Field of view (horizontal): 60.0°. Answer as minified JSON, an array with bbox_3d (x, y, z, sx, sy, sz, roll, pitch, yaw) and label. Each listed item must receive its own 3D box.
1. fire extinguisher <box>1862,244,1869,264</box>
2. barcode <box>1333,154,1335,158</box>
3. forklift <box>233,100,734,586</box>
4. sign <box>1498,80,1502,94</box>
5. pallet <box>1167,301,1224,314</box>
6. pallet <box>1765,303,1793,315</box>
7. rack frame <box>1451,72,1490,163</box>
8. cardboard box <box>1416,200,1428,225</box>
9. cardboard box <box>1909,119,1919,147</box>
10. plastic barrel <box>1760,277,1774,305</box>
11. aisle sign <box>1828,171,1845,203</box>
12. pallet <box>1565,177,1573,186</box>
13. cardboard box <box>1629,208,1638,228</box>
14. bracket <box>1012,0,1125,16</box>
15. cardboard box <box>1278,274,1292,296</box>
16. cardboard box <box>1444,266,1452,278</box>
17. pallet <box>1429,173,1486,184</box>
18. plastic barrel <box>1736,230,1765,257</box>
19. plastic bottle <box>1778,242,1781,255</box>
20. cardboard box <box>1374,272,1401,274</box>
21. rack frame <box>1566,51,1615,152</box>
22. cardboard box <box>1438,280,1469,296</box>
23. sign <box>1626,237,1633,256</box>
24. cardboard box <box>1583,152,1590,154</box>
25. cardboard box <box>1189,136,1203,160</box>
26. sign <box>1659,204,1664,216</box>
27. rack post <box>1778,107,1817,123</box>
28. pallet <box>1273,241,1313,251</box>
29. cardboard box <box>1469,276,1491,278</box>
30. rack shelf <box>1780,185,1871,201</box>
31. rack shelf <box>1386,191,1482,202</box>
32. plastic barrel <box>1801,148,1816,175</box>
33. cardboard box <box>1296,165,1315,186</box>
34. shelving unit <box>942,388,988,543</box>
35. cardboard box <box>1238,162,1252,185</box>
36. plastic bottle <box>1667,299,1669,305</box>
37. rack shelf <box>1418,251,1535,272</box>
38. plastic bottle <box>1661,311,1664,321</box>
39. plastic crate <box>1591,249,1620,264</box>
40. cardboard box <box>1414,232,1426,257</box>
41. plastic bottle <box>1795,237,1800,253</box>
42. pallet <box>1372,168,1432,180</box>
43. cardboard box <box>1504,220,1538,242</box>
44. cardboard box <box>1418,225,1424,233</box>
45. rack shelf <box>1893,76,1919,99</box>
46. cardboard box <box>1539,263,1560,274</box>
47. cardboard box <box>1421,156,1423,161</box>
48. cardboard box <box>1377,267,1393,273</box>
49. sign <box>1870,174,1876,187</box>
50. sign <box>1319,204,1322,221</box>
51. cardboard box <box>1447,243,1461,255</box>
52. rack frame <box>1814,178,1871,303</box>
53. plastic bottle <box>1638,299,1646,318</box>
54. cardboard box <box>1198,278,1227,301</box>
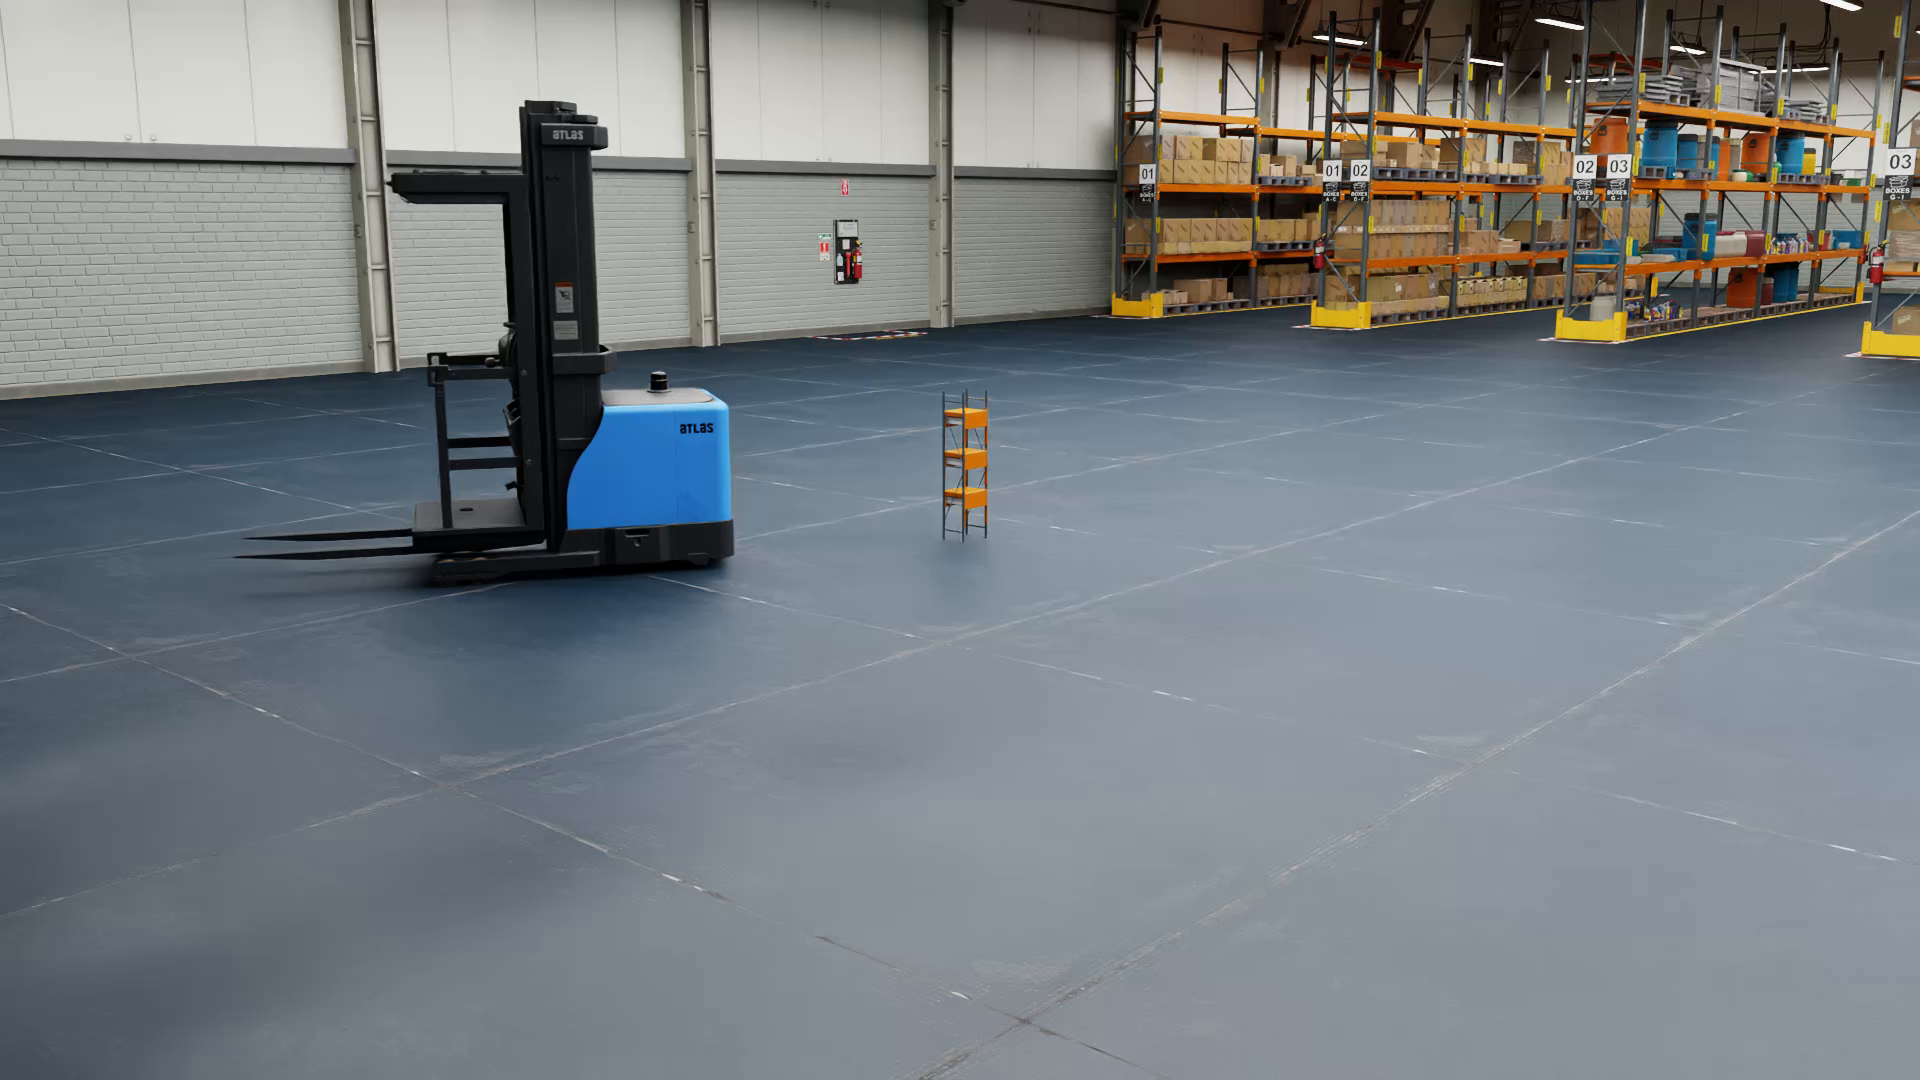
[{"bbox_3d":[22.232,-7.141,40.953,0.296,0.674,0.183,10,15,40],"label":"fire extinguisher"},{"bbox_3d":[7.348,-7.547,32.699,0.001,0.075,0.075,10,15,40],"label":"barcode"},{"bbox_3d":[-3.051,-1.267,10.572,3.031,2.935,1.130,-3,12,-17],"label":"forklift"},{"bbox_3d":[12.378,-10.369,38.065,0.100,0.325,0.005,10,15,40],"label":"sign"},{"bbox_3d":[5.206,-5.262,37.518,1.003,0.211,1.213,10,15,40],"label":"pallet"},{"bbox_3d":[17.805,-5.153,36.974,1.003,0.211,1.213,10,15,40],"label":"pallet"},{"bbox_3d":[14.349,-11.621,46.917,1.000,3.000,0.127,10,15,40],"label":"rack frame"},{"bbox_3d":[9.200,-6.744,34.252,0.700,0.500,0.500,10,15,40],"label":"cardboard box"},{"bbox_3d":[15.783,-6.575,27.024,0.500,0.500,0.500,10,15,40],"label":"cardboard box"},{"bbox_3d":[17.566,-5.485,36.597,0.600,0.588,0.708,10,15,40],"label":"plastic barrel"},{"bbox_3d":[21.616,-8.722,41.083,0.394,0.787,0.004,10,15,40],"label":"aisle sign"},{"bbox_3d":[14.267,-8.589,39.878,1.213,0.211,1.003,10,15,40],"label":"pallet"},{"bbox_3d":[16.975,-8.250,42.552,0.500,0.500,0.500,10,15,42],"label":"cardboard box"},{"bbox_3d":[1.881,-10.758,33.409,0.076,0.066,4.783,10,15,40],"label":"bracket"},{"bbox_3d":[7.572,-6.166,40.183,0.700,0.500,0.500,10,15,41],"label":"cardboard box"},{"bbox_3d":[13.301,-7.395,46.389,0.700,0.500,0.500,9,14,39],"label":"cardboard box"},{"bbox_3d":[10.724,-7.782,35.845,0.805,0.209,1.217,9,14,38],"label":"pallet"},{"bbox_3d":[16.432,-6.180,34.648,0.600,0.536,0.708,10,15,40],"label":"plastic barrel"},{"bbox_3d":[17.746,-6.329,36.069,0.097,0.271,0.097,0,11,0],"label":"plastic bottle"},{"bbox_3d":[8.950,-5.324,34.741,0.500,0.500,0.500,10,15,40],"label":"cardboard box"},{"bbox_3d":[15.432,-10.392,40.767,1.000,3.000,0.127,10,15,40],"label":"rack frame"},{"bbox_3d":[10.612,-5.434,35.778,0.500,0.311,0.500,10,15,41],"label":"cardboard box"},{"bbox_3d":[11.640,-5.108,28.920,0.100,0.325,0.005,10,15,40],"label":"sign"},{"bbox_3d":[15.045,-9.161,40.677,0.600,0.600,0.600,8,14,35],"label":"cardboard box"},{"bbox_3d":[4.923,-8.514,36.164,0.500,0.500,0.500,10,15,42],"label":"cardboard box"},{"bbox_3d":[18.477,-8.687,43.783,0.100,0.325,0.005,10,15,40],"label":"sign"},{"bbox_3d":[17.910,-9.192,36.033,0.954,0.300,0.937,-10,15,-41],"label":"rack post"},{"bbox_3d":[7.793,-7.111,40.146,1.003,0.211,1.213,10,15,40],"label":"pallet"},{"bbox_3d":[11.885,-5.877,37.993,0.500,0.311,0.500,9,15,39],"label":"cardboard box"},{"bbox_3d":[20.471,-8.222,39.395,1.077,0.370,4.000,10,15,40],"label":"rack shelf"},{"bbox_3d":[13.029,-9.503,45.808,1.077,0.370,4.000,10,15,40],"label":"rack shelf"},{"bbox_3d":[18.701,-8.418,36.988,0.600,0.588,0.600,0,11,0],"label":"plastic barrel"},{"bbox_3d":[8.143,-8.854,40.411,0.637,0.503,0.797,-10,15,-40],"label":"cardboard box"},{"bbox_3d":[0.035,-0.523,11.648,0.215,1.050,0.252,10,15,40],"label":"shelving unit"},{"bbox_3d":[6.279,-8.336,37.826,0.500,0.500,0.500,10,15,42],"label":"cardboard box"},{"bbox_3d":[13.553,-4.436,31.901,0.144,0.351,0.185,10,15,40],"label":"plastic bottle"},{"bbox_3d":[11.472,-6.215,37.005,1.077,0.370,4.000,10,15,40],"label":"rack shelf"},{"bbox_3d":[13.154,-4.224,31.221,0.097,0.201,0.097,0,11,0],"label":"plastic bottle"},{"bbox_3d":[11.768,-5.178,30.358,0.499,0.251,0.408,10,15,40],"label":"plastic crate"},{"bbox_3d":[9.186,-6.105,34.361,0.700,0.500,0.500,10,15,41],"label":"cardboard box"},{"bbox_3d":[18.668,-6.580,37.125,0.144,0.351,0.185,10,15,40],"label":"plastic bottle"},{"bbox_3d":[8.803,-7.393,33.637,1.003,0.211,1.213,10,15,40],"label":"pallet"},{"bbox_3d":[13.123,-7.224,38.894,0.700,0.500,0.500,4,12,21],"label":"cardboard box"},{"bbox_3d":[9.294,-6.386,34.115,0.380,0.149,0.250,10,15,42],"label":"cardboard box"},{"bbox_3d":[16.270,-7.285,27.056,1.077,0.370,4.000,10,15,40],"label":"rack shelf"},{"bbox_3d":[14.270,-6.621,40.548,0.500,0.250,0.500,10,15,40],"label":"cardboard box"},{"bbox_3d":[9.265,-7.856,34.524,0.500,0.311,0.500,9,14,37],"label":"cardboard box"},{"bbox_3d":[10.793,-6.998,43.508,0.750,0.750,0.750,10,15,42],"label":"cardboard box"},{"bbox_3d":[22.215,-8.749,40.464,0.100,0.325,0.005,10,15,40],"label":"sign"},{"bbox_3d":[7.113,-6.441,32.740,0.100,0.325,0.005,10,15,40],"label":"sign"},{"bbox_3d":[10.444,-6.278,35.867,0.500,0.250,0.500,11,16,44],"label":"cardboard box"},{"bbox_3d":[21.791,-7.398,41.092,1.000,3.000,0.127,10,15,40],"label":"rack frame"},{"bbox_3d":[13.134,-4.465,32.050,0.144,0.351,0.185,10,15,40],"label":"plastic bottle"},{"bbox_3d":[5.773,-5.745,38.077,0.500,0.500,0.500,8,14,36],"label":"cardboard box"}]
